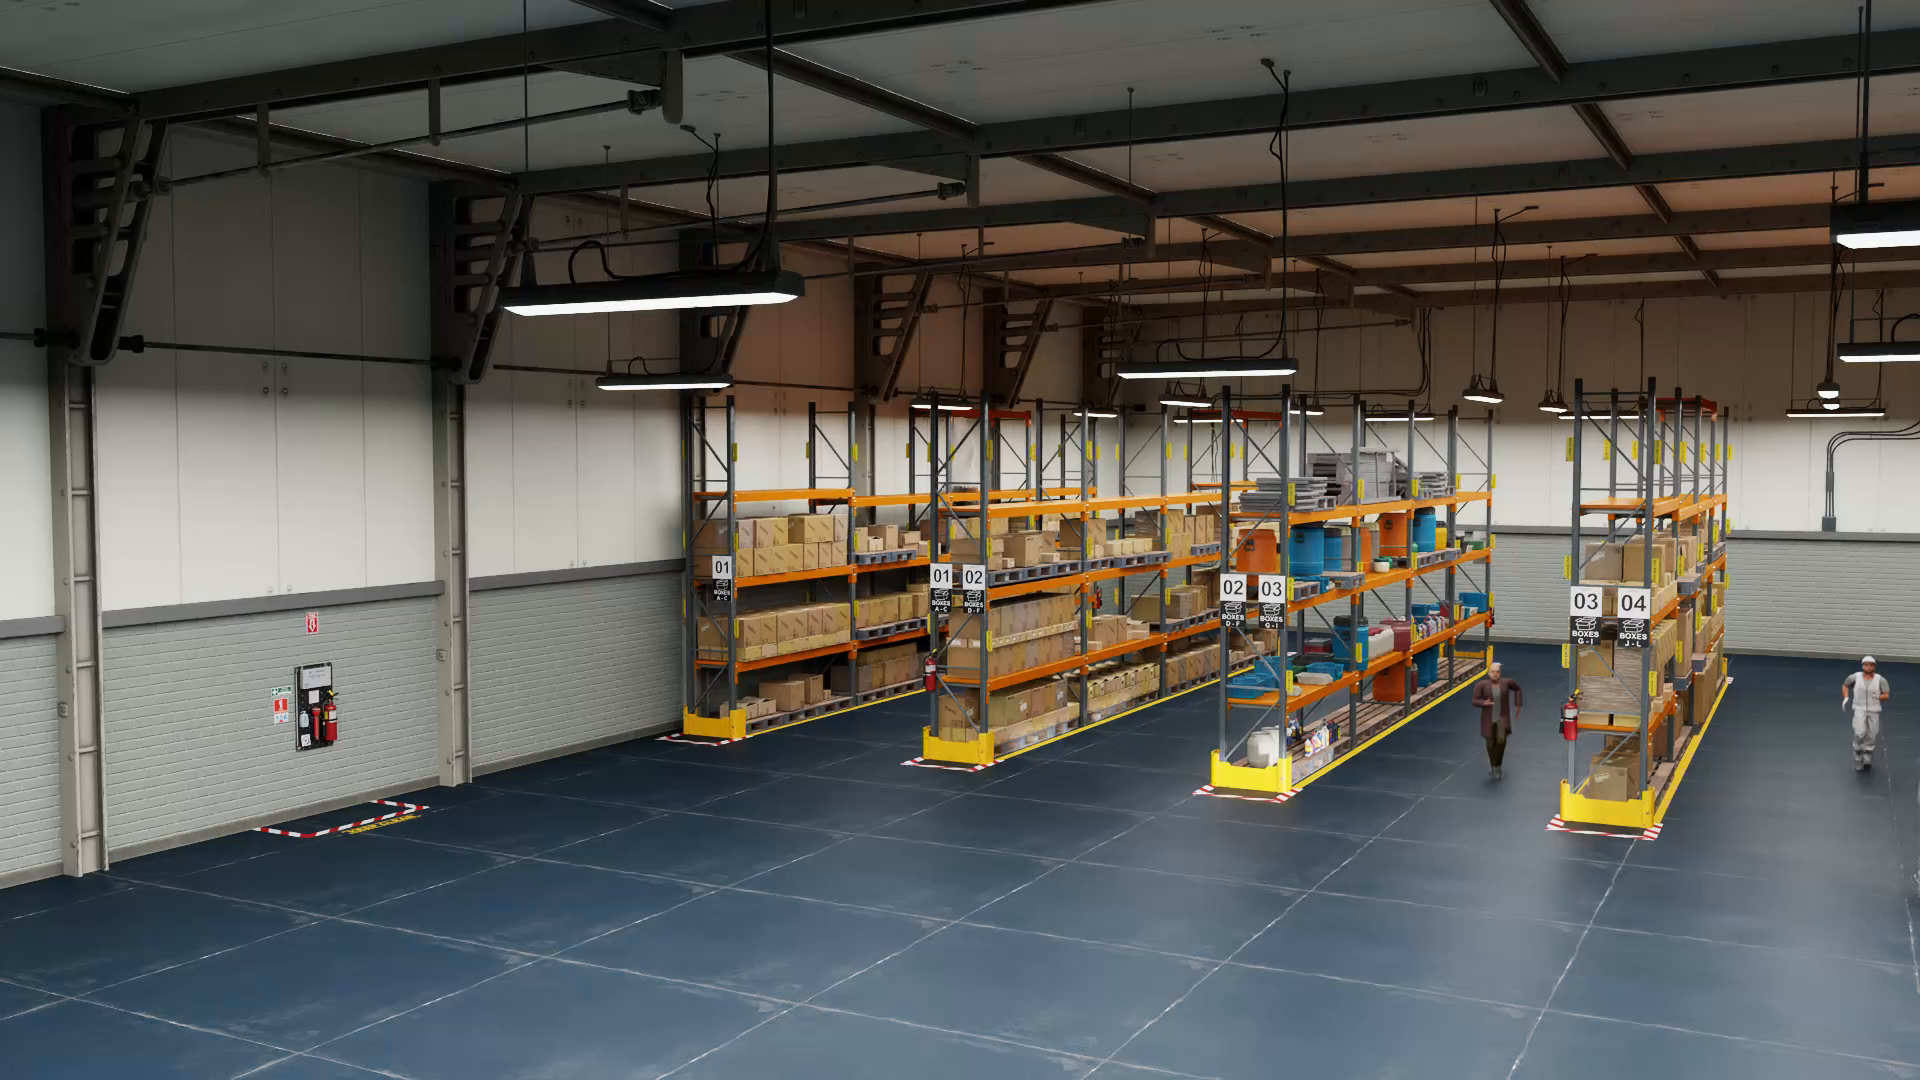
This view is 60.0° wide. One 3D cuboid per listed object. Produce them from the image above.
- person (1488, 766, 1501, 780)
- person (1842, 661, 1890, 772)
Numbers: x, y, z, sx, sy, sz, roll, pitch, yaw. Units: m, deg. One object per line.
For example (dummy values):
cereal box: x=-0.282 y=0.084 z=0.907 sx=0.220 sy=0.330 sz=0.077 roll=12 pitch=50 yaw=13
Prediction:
person: x=8.246 y=3.481 z=25.637 sx=0.184 sy=0.339 sz=0.595 roll=1 pitch=3 yaw=16
person: x=14.247 y=2.758 z=26.156 sx=0.648 sy=1.775 sz=0.748 roll=1 pitch=3 yaw=22
